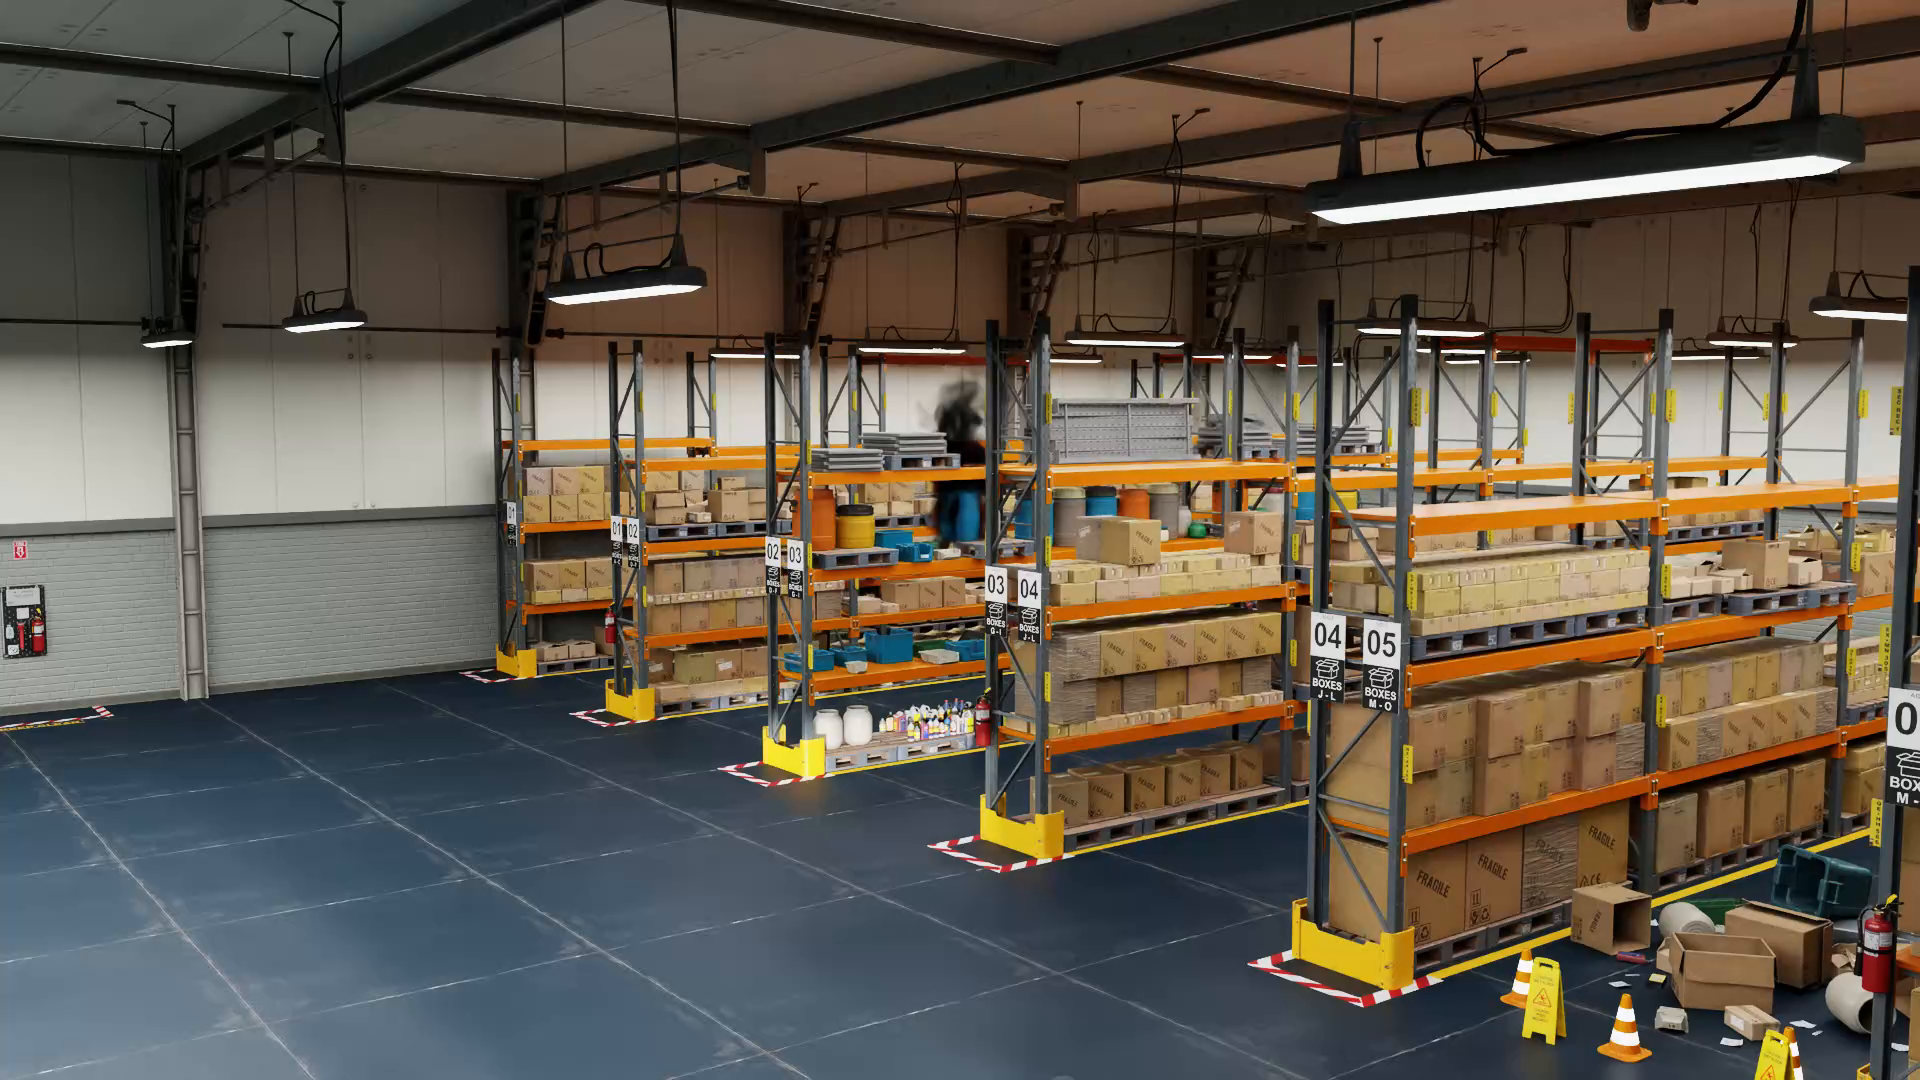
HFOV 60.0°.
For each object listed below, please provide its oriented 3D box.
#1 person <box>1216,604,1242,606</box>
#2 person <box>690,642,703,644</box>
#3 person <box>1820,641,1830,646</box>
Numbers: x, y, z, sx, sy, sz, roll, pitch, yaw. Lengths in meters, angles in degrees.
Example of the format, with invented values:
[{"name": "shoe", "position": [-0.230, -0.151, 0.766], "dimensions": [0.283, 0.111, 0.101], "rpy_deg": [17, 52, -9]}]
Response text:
[{"name": "person", "position": [4.995, 1.528, 31.609], "dimensions": [0.664, 1.725, 0.954], "rpy_deg": [4, 6, 37]}, {"name": "person", "position": [-4.578, 1.698, 29.128], "dimensions": [0.855, 1.834, 0.654], "rpy_deg": [-5, 7, -42]}, {"name": "person", "position": [12.195, 2.271, 23.447], "dimensions": [0.821, 1.720, 0.669], "rpy_deg": [-4, 6, -38]}]
